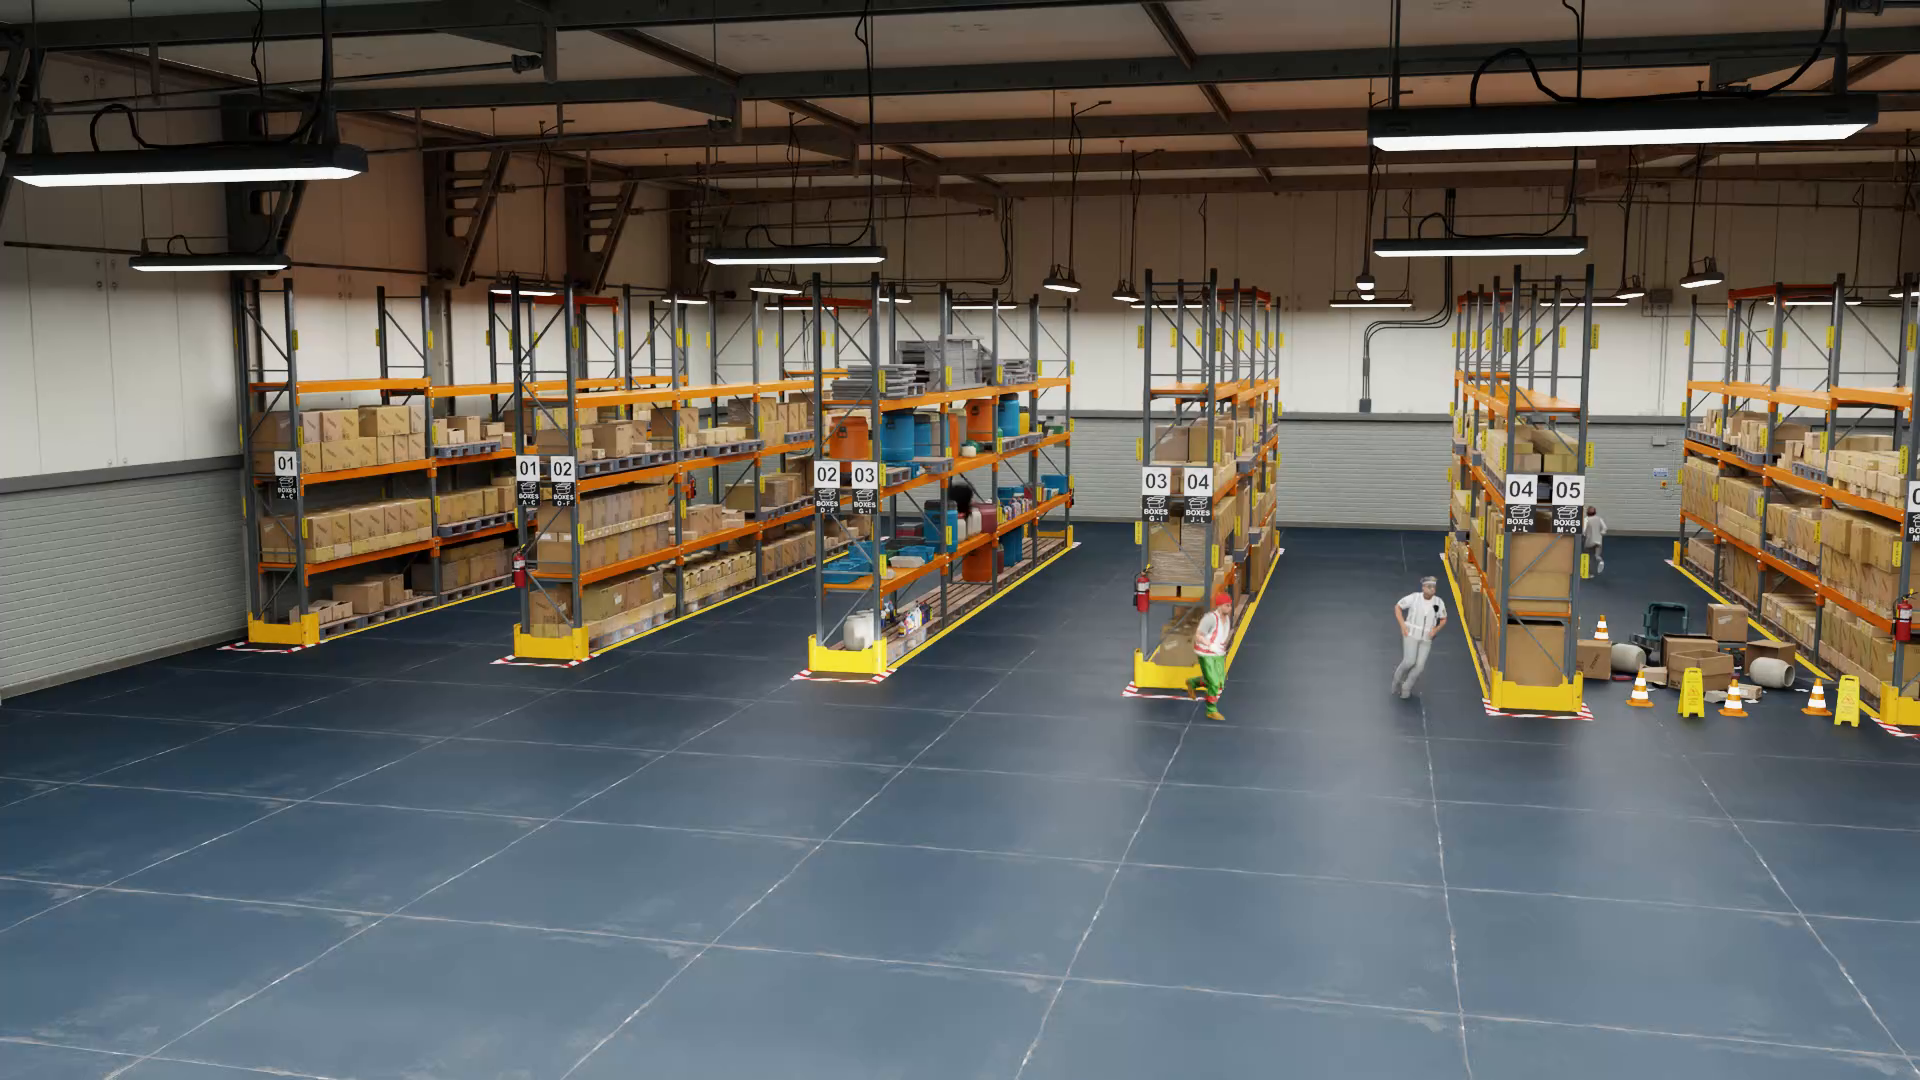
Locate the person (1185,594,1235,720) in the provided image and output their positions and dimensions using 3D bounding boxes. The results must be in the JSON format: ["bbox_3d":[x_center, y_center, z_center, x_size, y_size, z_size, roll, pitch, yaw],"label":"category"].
[{"bbox_3d":[3.301,1.534,22.079,0.654,1.712,0.816,-5,9,-38],"label":"person"}]

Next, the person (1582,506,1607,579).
[{"bbox_3d":[13.246,0.091,34.716,0.543,1.583,0.851,0,7,0],"label":"person"}]

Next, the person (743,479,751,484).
[{"bbox_3d":[-5.078,-0.645,40.358,0.699,1.733,1.044,1,7,6],"label":"person"}]

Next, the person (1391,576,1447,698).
[{"bbox_3d":[6.468,1.363,23.322,0.710,1.739,0.550,0,7,-1],"label":"person"}]
